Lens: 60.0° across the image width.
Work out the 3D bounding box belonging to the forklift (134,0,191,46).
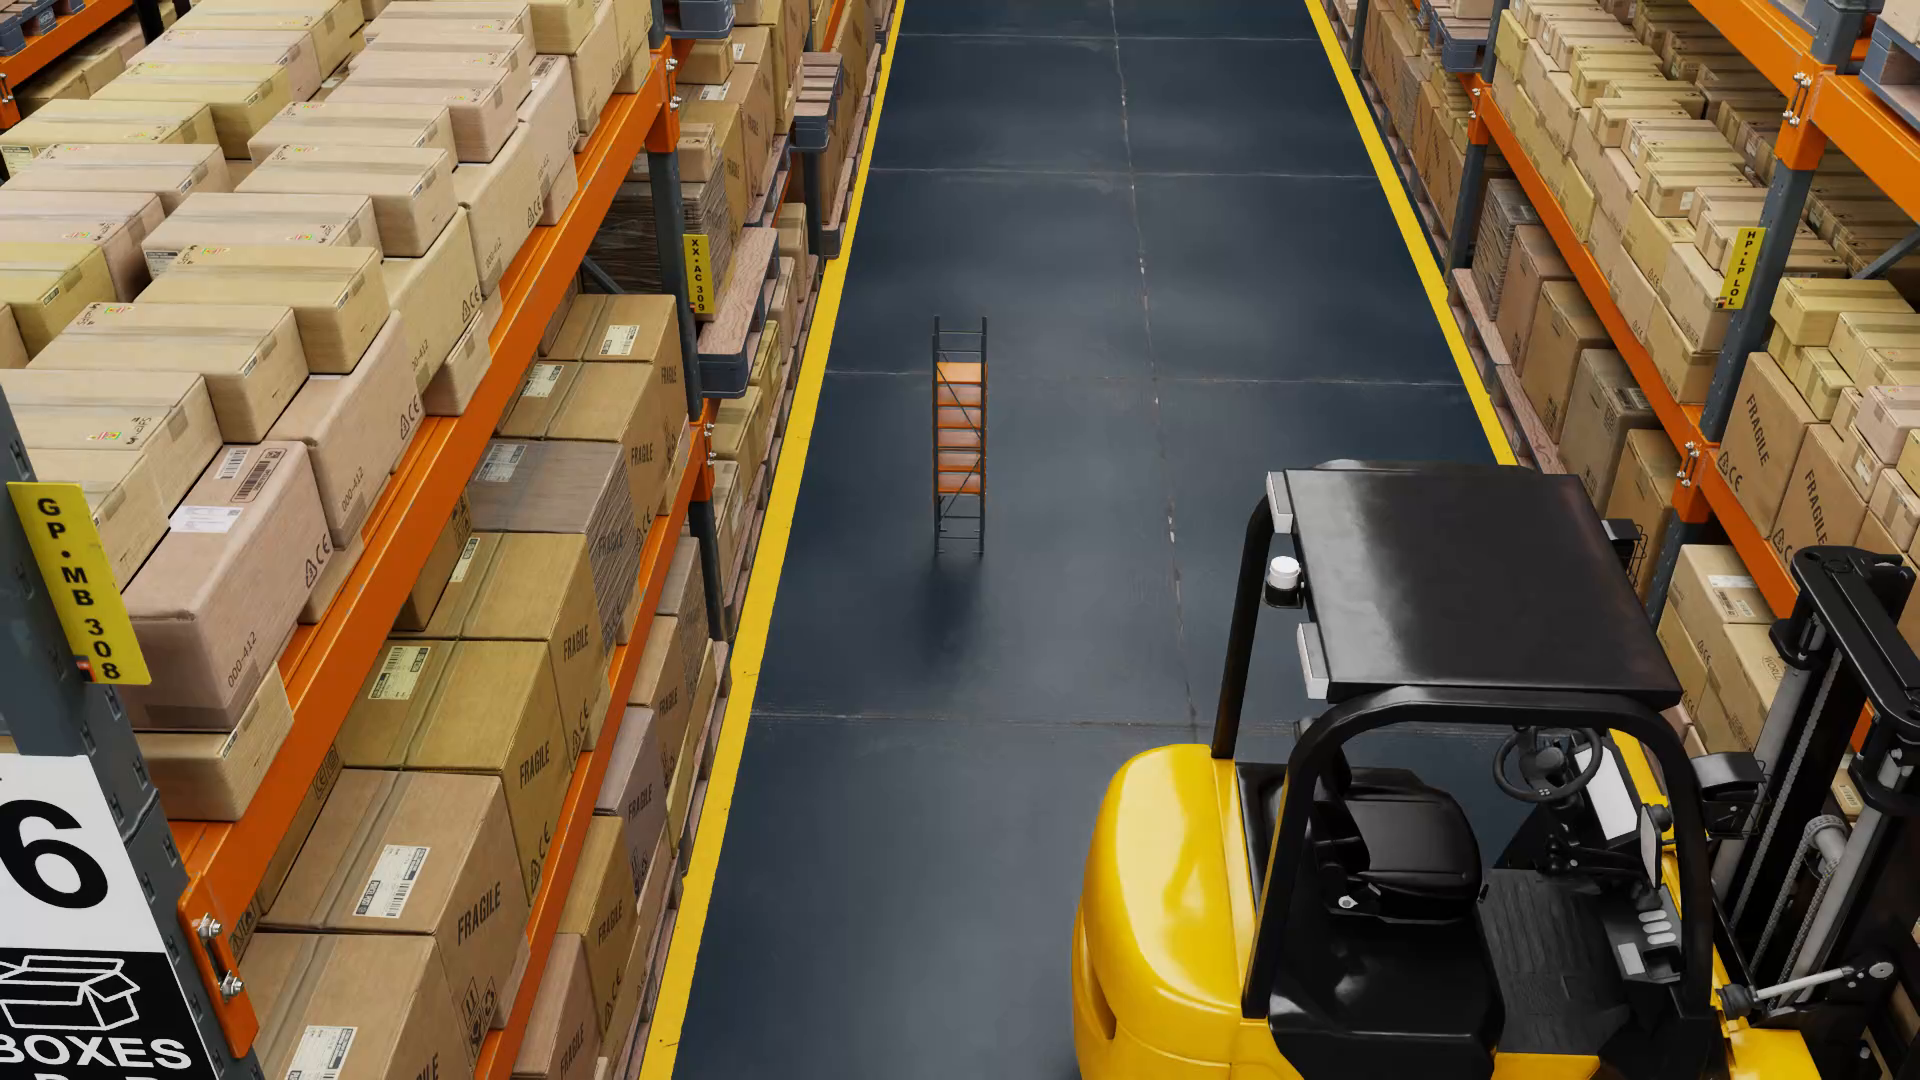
[{"bbox_3d":[-3.721,-2.089,8.674,1.130,2.935,3.031,4,35,5],"label":"forklift"}]

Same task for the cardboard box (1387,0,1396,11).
[{"bbox_3d":[3.529,-4.201,12.863,0.380,0.149,0.250,0,35,1],"label":"cardboard box"}]

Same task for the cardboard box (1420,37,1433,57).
[{"bbox_3d":[3.492,-3.454,11.801,0.380,0.149,0.250,1,35,2],"label":"cardboard box"}]

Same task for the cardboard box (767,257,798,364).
[{"bbox_3d":[-1.431,-1.310,9.425,0.950,0.372,0.625,1,35,1],"label":"cardboard box"}]

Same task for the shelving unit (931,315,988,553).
[{"bbox_3d":[-0.001,-0.483,7.893,0.258,1.200,0.189,1,35,2],"label":"shelving unit"}]

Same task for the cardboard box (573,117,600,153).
[{"bbox_3d":[-1.330,-1.309,5.114,0.380,0.149,0.250,2,35,2],"label":"cardboard box"}]

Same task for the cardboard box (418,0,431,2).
[{"bbox_3d":[-1.366,-1.628,4.875,0.380,0.149,0.250,2,35,3],"label":"cardboard box"}]

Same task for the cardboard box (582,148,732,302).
[{"bbox_3d":[-1.232,-1.261,6.724,0.500,0.500,0.500,2,35,3],"label":"cardboard box"}]

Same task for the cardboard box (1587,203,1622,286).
[{"bbox_3d":[3.246,-1.359,7.705,0.500,0.250,0.500,2,35,2],"label":"cardboard box"}]

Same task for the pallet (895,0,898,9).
[{"bbox_3d":[-1.061,-5.257,15.546,1.003,0.211,1.213,1,35,2],"label":"pallet"}]

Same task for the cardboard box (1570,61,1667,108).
[{"bbox_3d":[3.234,-2.237,8.174,0.380,0.149,0.250,2,35,3],"label":"cardboard box"}]

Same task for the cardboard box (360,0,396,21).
[{"bbox_3d":[-1.877,-1.639,4.890,0.380,0.149,0.250,0,35,0],"label":"cardboard box"}]

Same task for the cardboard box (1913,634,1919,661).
[{"bbox_3d":[3.078,0.536,4.792,0.500,0.500,0.500,2,35,2],"label":"cardboard box"}]

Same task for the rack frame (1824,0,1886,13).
[{"bbox_3d":[3.422,-3.005,4.700,1.000,3.000,0.127,1,35,2],"label":"rack frame"}]

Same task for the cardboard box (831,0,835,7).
[{"bbox_3d":[-1.076,-3.772,11.139,0.500,0.250,0.500,2,35,3],"label":"cardboard box"}]

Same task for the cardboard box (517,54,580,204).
[{"bbox_3d":[-1.341,-1.108,4.481,0.500,0.250,0.500,1,35,1],"label":"cardboard box"}]

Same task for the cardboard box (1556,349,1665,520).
[{"bbox_3d":[3.471,-0.497,8.048,0.875,0.625,0.625,1,35,1],"label":"cardboard box"}]

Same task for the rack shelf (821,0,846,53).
[{"bbox_3d":[-1.297,-3.816,11.697,1.077,0.370,4.000,1,35,2],"label":"rack shelf"}]

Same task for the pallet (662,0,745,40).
[{"bbox_3d":[-1.406,-2.166,6.278,1.213,0.211,1.003,1,35,2],"label":"pallet"}]

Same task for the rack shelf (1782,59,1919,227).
[{"bbox_3d":[3.342,-0.335,4.135,1.077,0.370,4.000,1,35,2],"label":"rack shelf"}]

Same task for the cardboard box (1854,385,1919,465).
[{"bbox_3d":[3.078,-0.358,5.241,0.380,0.149,0.250,2,35,3],"label":"cardboard box"}]

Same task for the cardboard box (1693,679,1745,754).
[{"bbox_3d":[3.076,0.758,6.154,0.500,0.250,0.500,1,35,2],"label":"cardboard box"}]

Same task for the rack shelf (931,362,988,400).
[{"bbox_3d":[-0.001,-0.741,7.712,0.258,0.103,0.180,1,35,2],"label":"rack shelf"}]

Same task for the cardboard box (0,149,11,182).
[{"bbox_3d":[-6.044,-2.567,11.103,0.500,0.500,0.500,0,35,0],"label":"cardboard box"}]

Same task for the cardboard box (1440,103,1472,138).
[{"bbox_3d":[3.330,-2.711,10.743,0.380,0.149,0.250,0,35,-1],"label":"cardboard box"}]

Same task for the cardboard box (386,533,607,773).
[{"bbox_3d":[-1.353,0.324,4.835,0.500,0.500,0.500,1,35,1],"label":"cardboard box"}]

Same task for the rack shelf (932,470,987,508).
[{"bbox_3d":[-0.001,-0.250,8.057,0.258,0.103,0.180,1,35,2],"label":"rack shelf"}]

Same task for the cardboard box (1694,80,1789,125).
[{"bbox_3d":[3.730,-2.081,7.952,0.380,0.149,0.250,2,35,3],"label":"cardboard box"}]

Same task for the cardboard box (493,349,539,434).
[{"bbox_3d":[-1.814,-0.694,5.414,0.700,0.500,0.500,2,35,2],"label":"cardboard box"}]

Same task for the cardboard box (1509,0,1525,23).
[{"bbox_3d":[3.276,-2.979,9.229,0.380,0.149,0.250,2,35,3],"label":"cardboard box"}]

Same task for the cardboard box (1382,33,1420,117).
[{"bbox_3d":[3.463,-3.431,12.332,0.500,0.500,0.500,0,35,0],"label":"cardboard box"}]

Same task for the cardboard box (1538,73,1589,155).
[{"bbox_3d":[3.261,-2.155,8.403,0.500,0.250,0.500,0,35,1],"label":"cardboard box"}]

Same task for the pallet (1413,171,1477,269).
[{"bbox_3d":[3.651,-2.136,11.106,1.003,0.211,1.213,1,35,2],"label":"pallet"}]

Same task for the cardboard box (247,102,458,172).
[{"bbox_3d":[-1.388,-0.889,3.823,0.380,0.149,0.250,2,35,3],"label":"cardboard box"}]

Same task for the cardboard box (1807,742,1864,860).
[{"bbox_3d":[3.050,0.843,5.598,0.500,0.250,0.500,2,35,3],"label":"cardboard box"}]

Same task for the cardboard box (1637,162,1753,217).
[{"bbox_3d":[3.147,-1.501,7.126,0.380,0.149,0.250,0,35,0],"label":"cardboard box"}]

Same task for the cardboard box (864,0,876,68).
[{"bbox_3d":[-1.161,-4.204,13.106,0.875,0.875,0.875,2,35,3],"label":"cardboard box"}]

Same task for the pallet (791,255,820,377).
[{"bbox_3d":[-1.410,-1.372,10.018,1.003,0.211,1.213,1,35,2],"label":"pallet"}]

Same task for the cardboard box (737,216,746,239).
[{"bbox_3d":[-1.194,-1.497,7.625,0.380,0.149,0.250,2,35,3],"label":"cardboard box"}]

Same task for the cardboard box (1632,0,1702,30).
[{"bbox_3d":[3.873,-2.811,8.990,0.380,0.149,0.250,2,35,3],"label":"cardboard box"}]

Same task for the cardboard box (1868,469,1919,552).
[{"bbox_3d":[3.059,-0.090,5.119,0.380,0.149,0.250,1,35,1],"label":"cardboard box"}]

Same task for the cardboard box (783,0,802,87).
[{"bbox_3d":[-1.127,-2.731,8.817,0.500,0.500,0.500,1,35,1],"label":"cardboard box"}]

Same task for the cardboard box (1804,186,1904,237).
[{"bbox_3d":[3.725,-1.351,6.912,0.380,0.149,0.250,1,35,2],"label":"cardboard box"}]

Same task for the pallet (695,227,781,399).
[{"bbox_3d":[-1.362,-1.021,7.260,1.003,0.211,1.213,1,35,2],"label":"pallet"}]

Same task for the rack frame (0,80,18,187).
[{"bbox_3d":[-6.327,-3.018,9.935,1.000,3.000,0.127,1,35,2],"label":"rack frame"}]

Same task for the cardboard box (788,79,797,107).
[{"bbox_3d":[-1.077,-2.391,8.897,0.380,0.149,0.250,0,35,0],"label":"cardboard box"}]

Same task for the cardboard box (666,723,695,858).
[{"bbox_3d":[-1.304,0.942,6.327,0.500,0.250,0.500,0,35,1],"label":"cardboard box"}]

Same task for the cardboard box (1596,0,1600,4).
[{"bbox_3d":[3.760,-3.354,9.961,0.500,0.500,0.500,3,35,4],"label":"cardboard box"}]

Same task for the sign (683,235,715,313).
[{"bbox_3d":[-0.995,-1.010,6.325,0.100,0.325,0.005,1,35,2],"label":"sign"}]

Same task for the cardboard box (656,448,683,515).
[{"bbox_3d":[-1.249,-0.225,6.181,0.380,0.149,0.250,2,35,3],"label":"cardboard box"}]

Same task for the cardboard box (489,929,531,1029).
[{"bbox_3d":[-1.334,1.106,4.285,0.380,0.149,0.250,2,35,3],"label":"cardboard box"}]

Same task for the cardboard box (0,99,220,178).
[{"bbox_3d":[-1.952,-0.899,3.837,0.380,0.149,0.250,2,35,3],"label":"cardboard box"}]

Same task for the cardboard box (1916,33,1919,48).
[{"bbox_3d":[3.145,-1.482,4.767,0.500,0.311,0.500,2,35,3],"label":"cardboard box"}]

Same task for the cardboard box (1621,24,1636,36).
[{"bbox_3d":[3.842,-2.728,9.218,0.500,0.250,0.500,2,35,3],"label":"cardboard box"}]

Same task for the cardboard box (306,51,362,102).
[{"bbox_3d":[-1.873,-1.121,4.499,0.500,0.250,0.500,2,35,2],"label":"cardboard box"}]

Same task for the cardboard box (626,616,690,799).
[{"bbox_3d":[-1.312,0.621,6.131,0.500,0.500,0.500,2,35,3],"label":"cardboard box"}]

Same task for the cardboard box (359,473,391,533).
[{"bbox_3d":[-1.409,-0.120,3.422,0.380,0.149,0.250,1,35,2],"label":"cardboard box"}]

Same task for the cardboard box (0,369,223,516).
[{"bbox_3d":[-1.486,-0.161,2.786,0.380,0.149,0.250,1,35,2],"label":"cardboard box"}]
